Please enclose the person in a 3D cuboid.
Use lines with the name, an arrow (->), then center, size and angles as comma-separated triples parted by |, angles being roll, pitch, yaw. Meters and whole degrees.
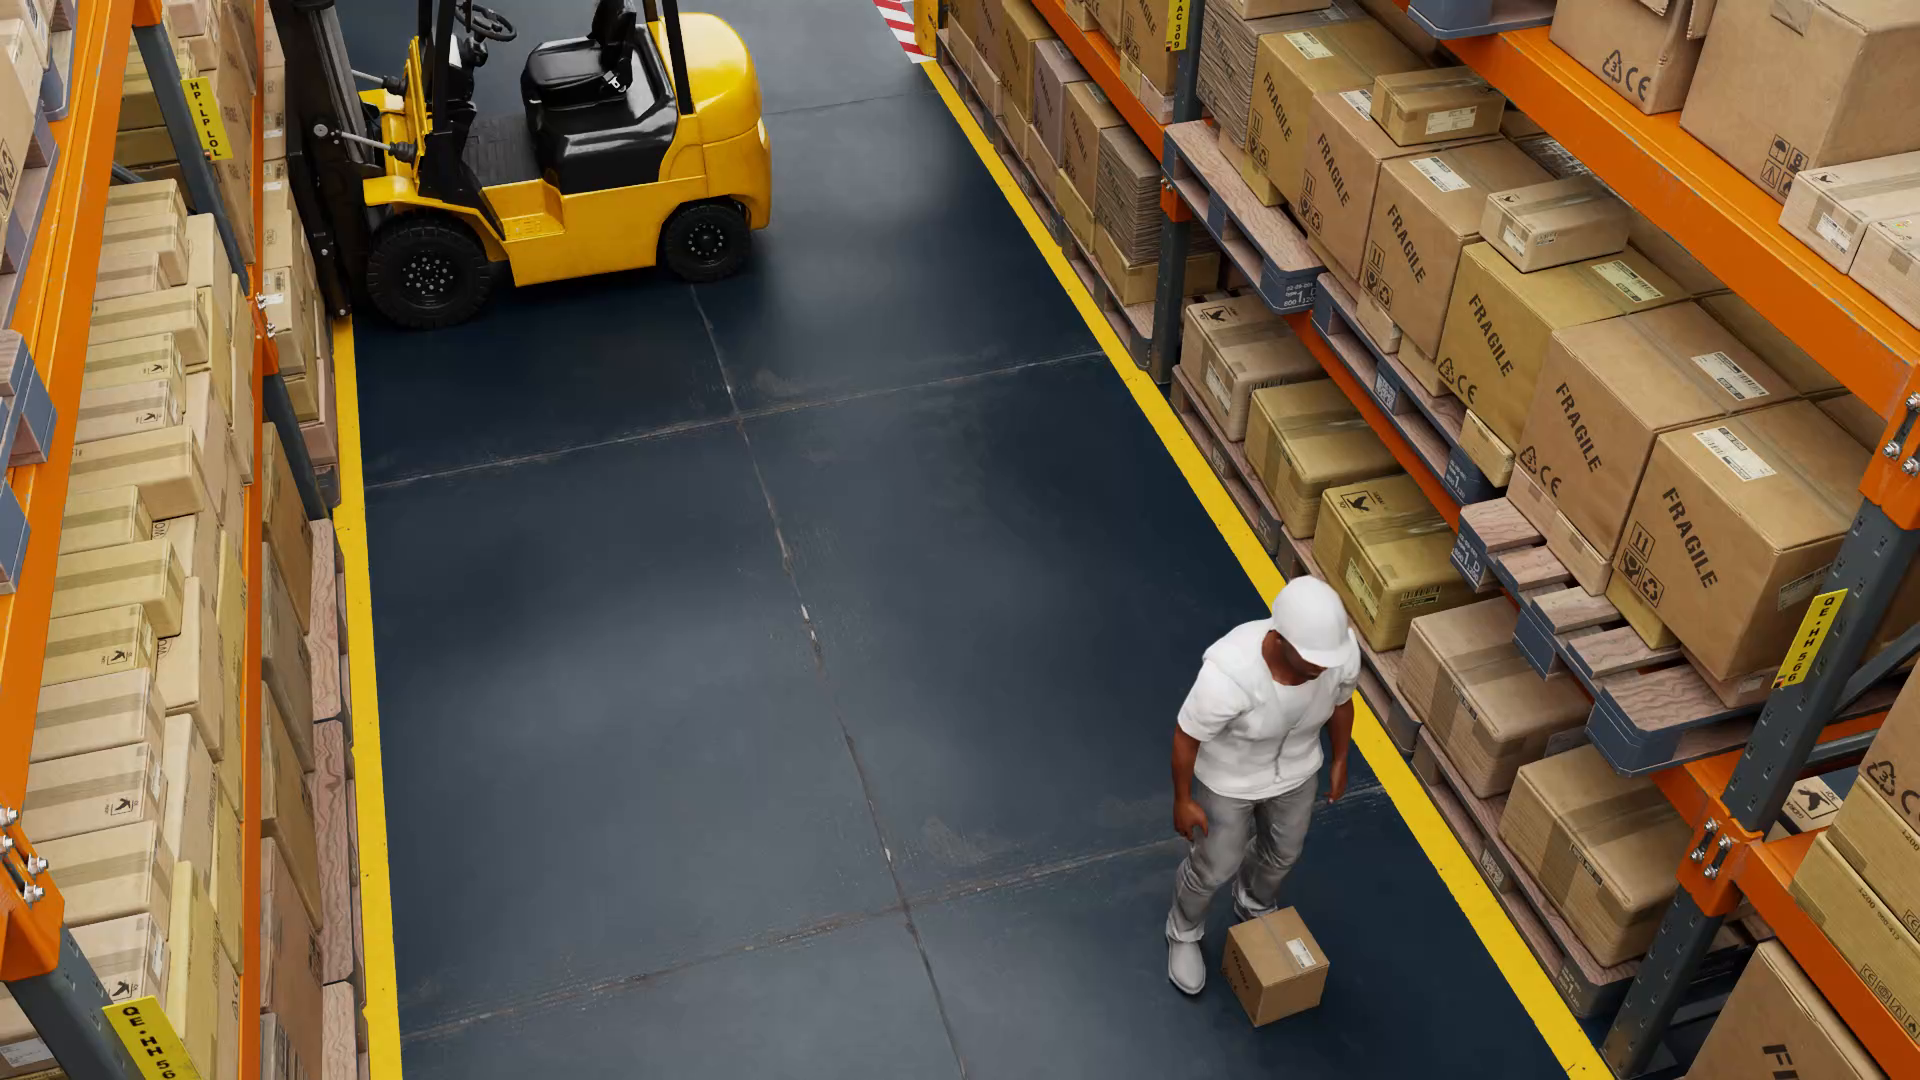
person -> 0.963, 0.758, 5.304 | 0.626, 1.761, 0.459 | -13, 44, -14
